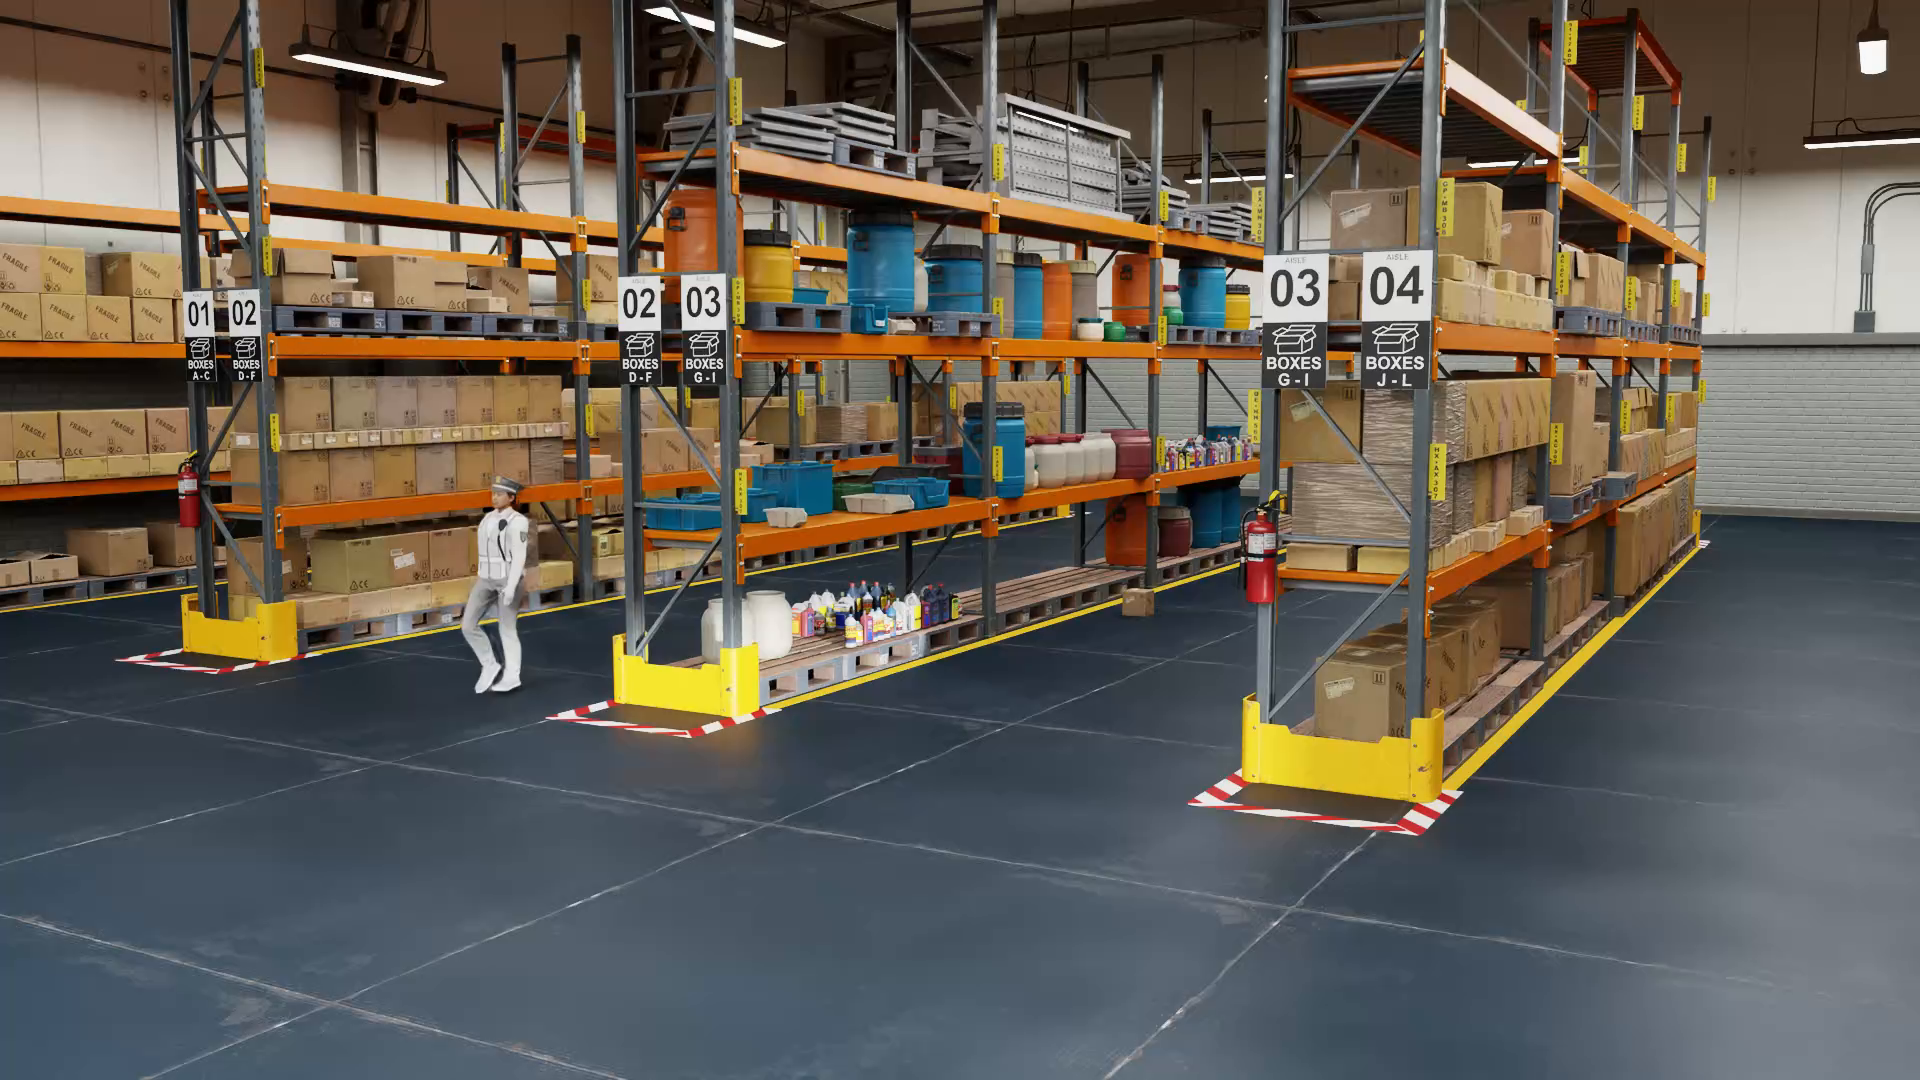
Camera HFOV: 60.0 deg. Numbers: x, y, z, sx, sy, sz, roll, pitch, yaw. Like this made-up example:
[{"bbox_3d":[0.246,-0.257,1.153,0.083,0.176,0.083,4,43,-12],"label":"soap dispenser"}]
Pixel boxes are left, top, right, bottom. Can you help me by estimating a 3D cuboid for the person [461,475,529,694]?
[{"bbox_3d":[-3.577,0.351,12.881,0.498,1.712,0.469,3,7,27],"label":"person"}]
